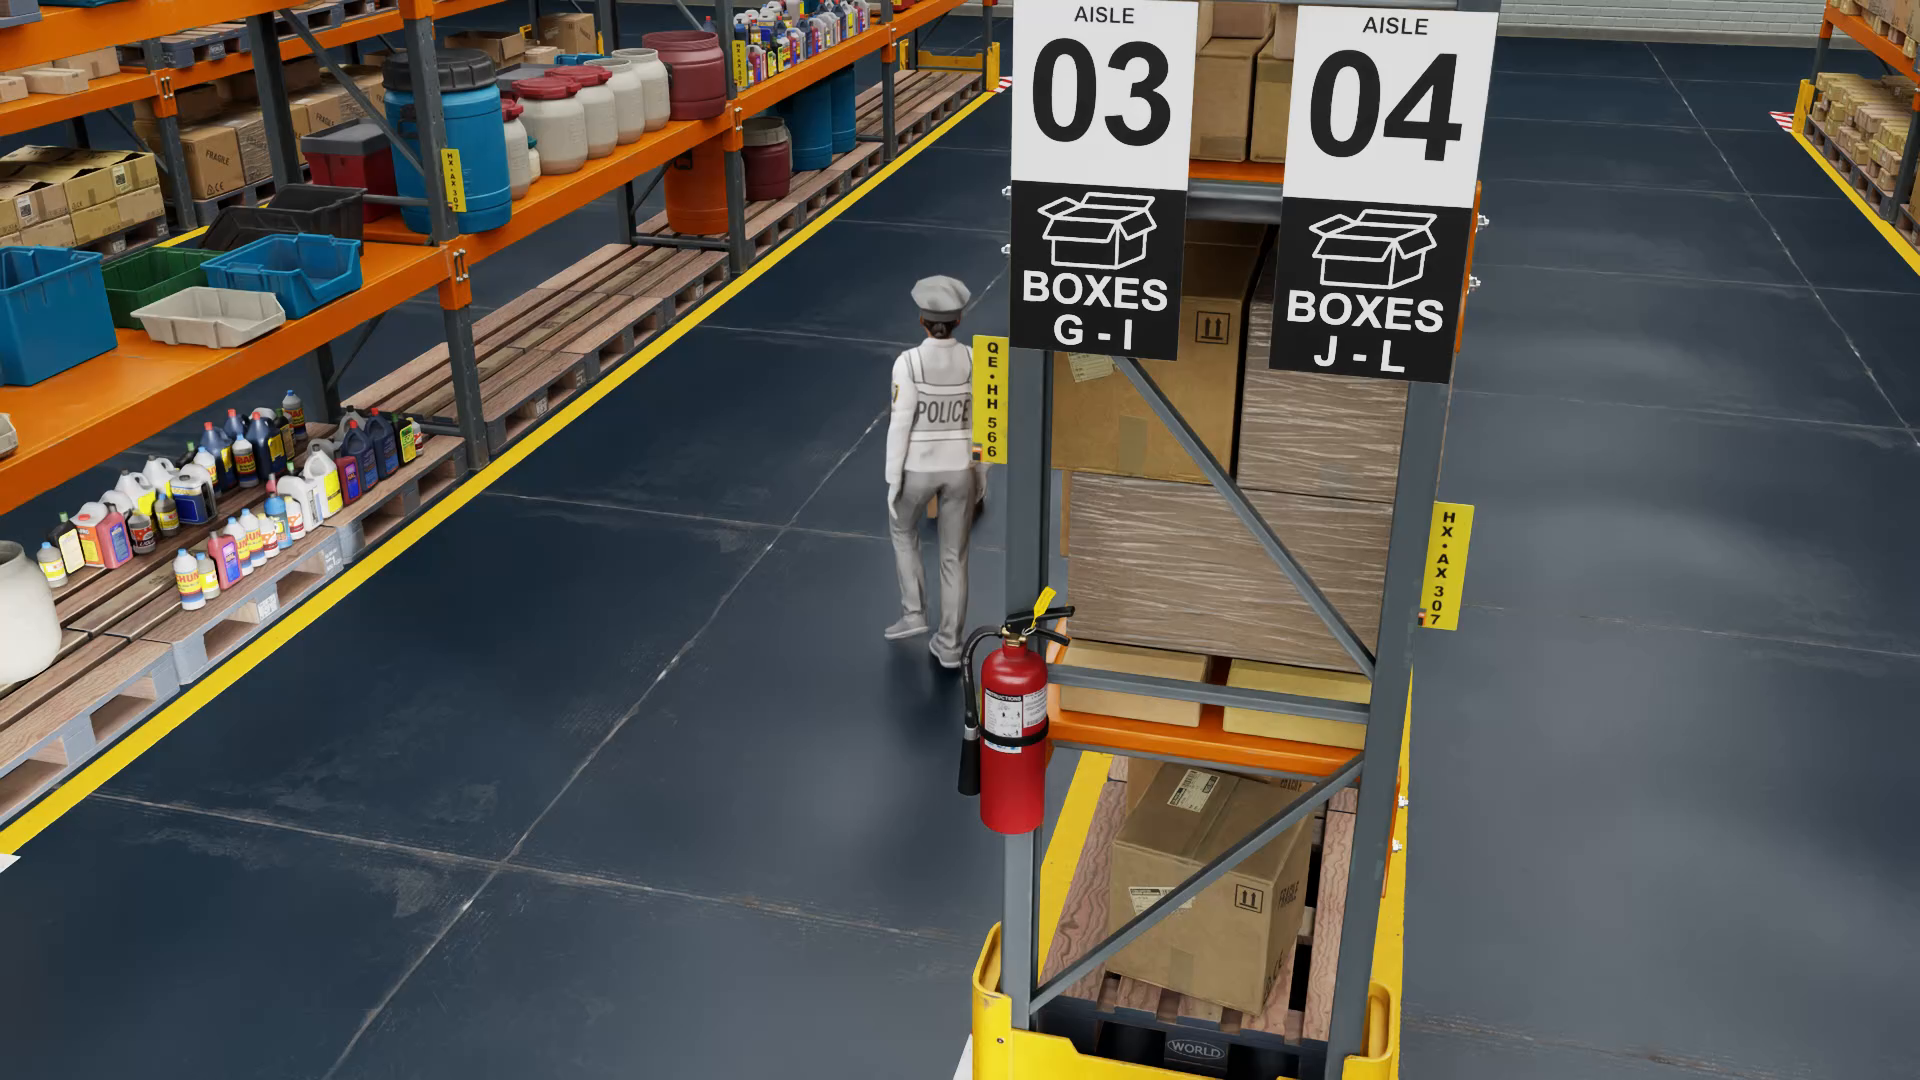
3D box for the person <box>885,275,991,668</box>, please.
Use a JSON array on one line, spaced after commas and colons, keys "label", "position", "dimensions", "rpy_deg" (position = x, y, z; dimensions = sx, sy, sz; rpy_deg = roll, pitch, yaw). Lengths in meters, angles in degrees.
[{"label": "person", "position": [-0.080, -0.265, 7.137], "dimensions": [0.510, 1.687, 0.511], "rpy_deg": [-5, 26, -11]}]
